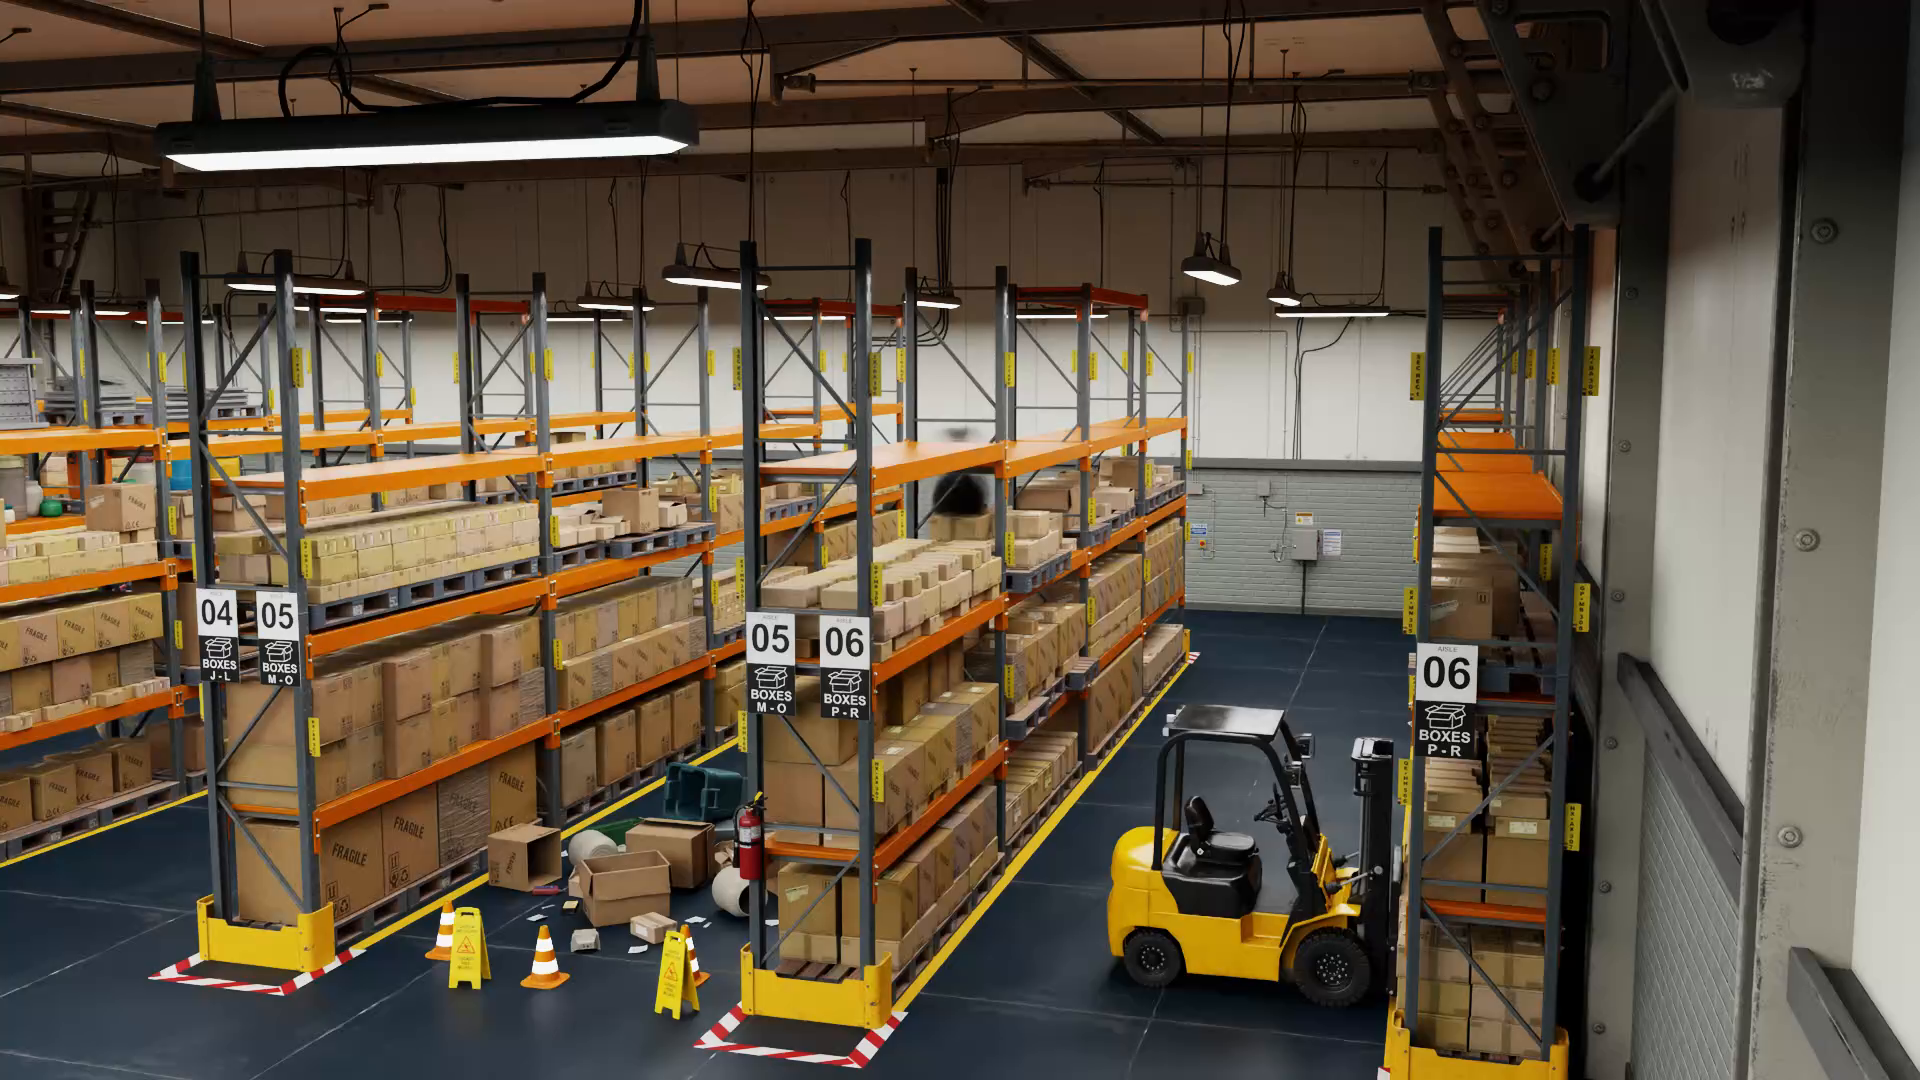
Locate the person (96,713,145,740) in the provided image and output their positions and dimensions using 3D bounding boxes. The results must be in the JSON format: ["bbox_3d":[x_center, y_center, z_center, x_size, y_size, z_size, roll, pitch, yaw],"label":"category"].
[{"bbox_3d":[-10.720,1.973,21.084,0.654,1.695,0.866,0,6,-2],"label":"person"}]
